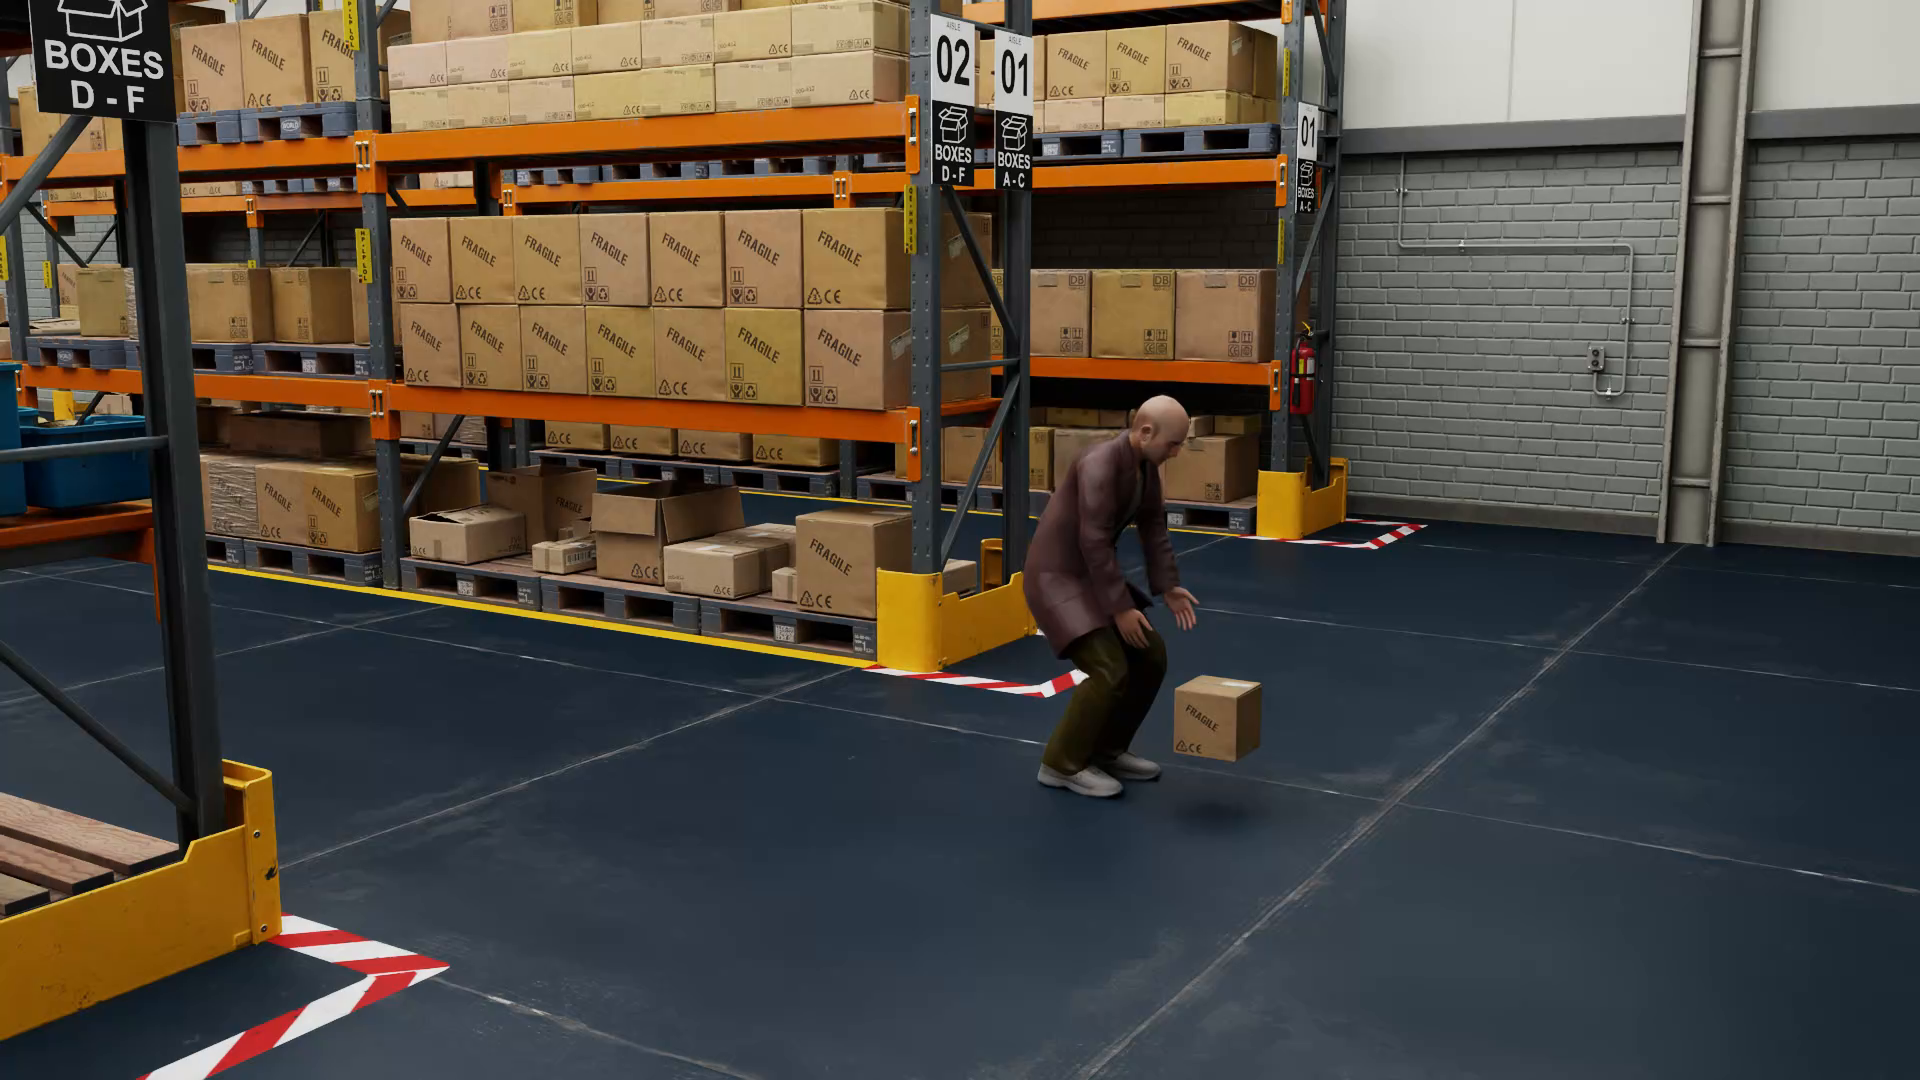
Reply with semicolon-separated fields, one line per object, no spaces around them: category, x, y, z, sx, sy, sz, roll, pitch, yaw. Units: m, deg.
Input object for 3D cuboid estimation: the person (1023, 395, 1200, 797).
person;0.576;0.266;6.496;0.635;1.397;0.628;6;11;31
